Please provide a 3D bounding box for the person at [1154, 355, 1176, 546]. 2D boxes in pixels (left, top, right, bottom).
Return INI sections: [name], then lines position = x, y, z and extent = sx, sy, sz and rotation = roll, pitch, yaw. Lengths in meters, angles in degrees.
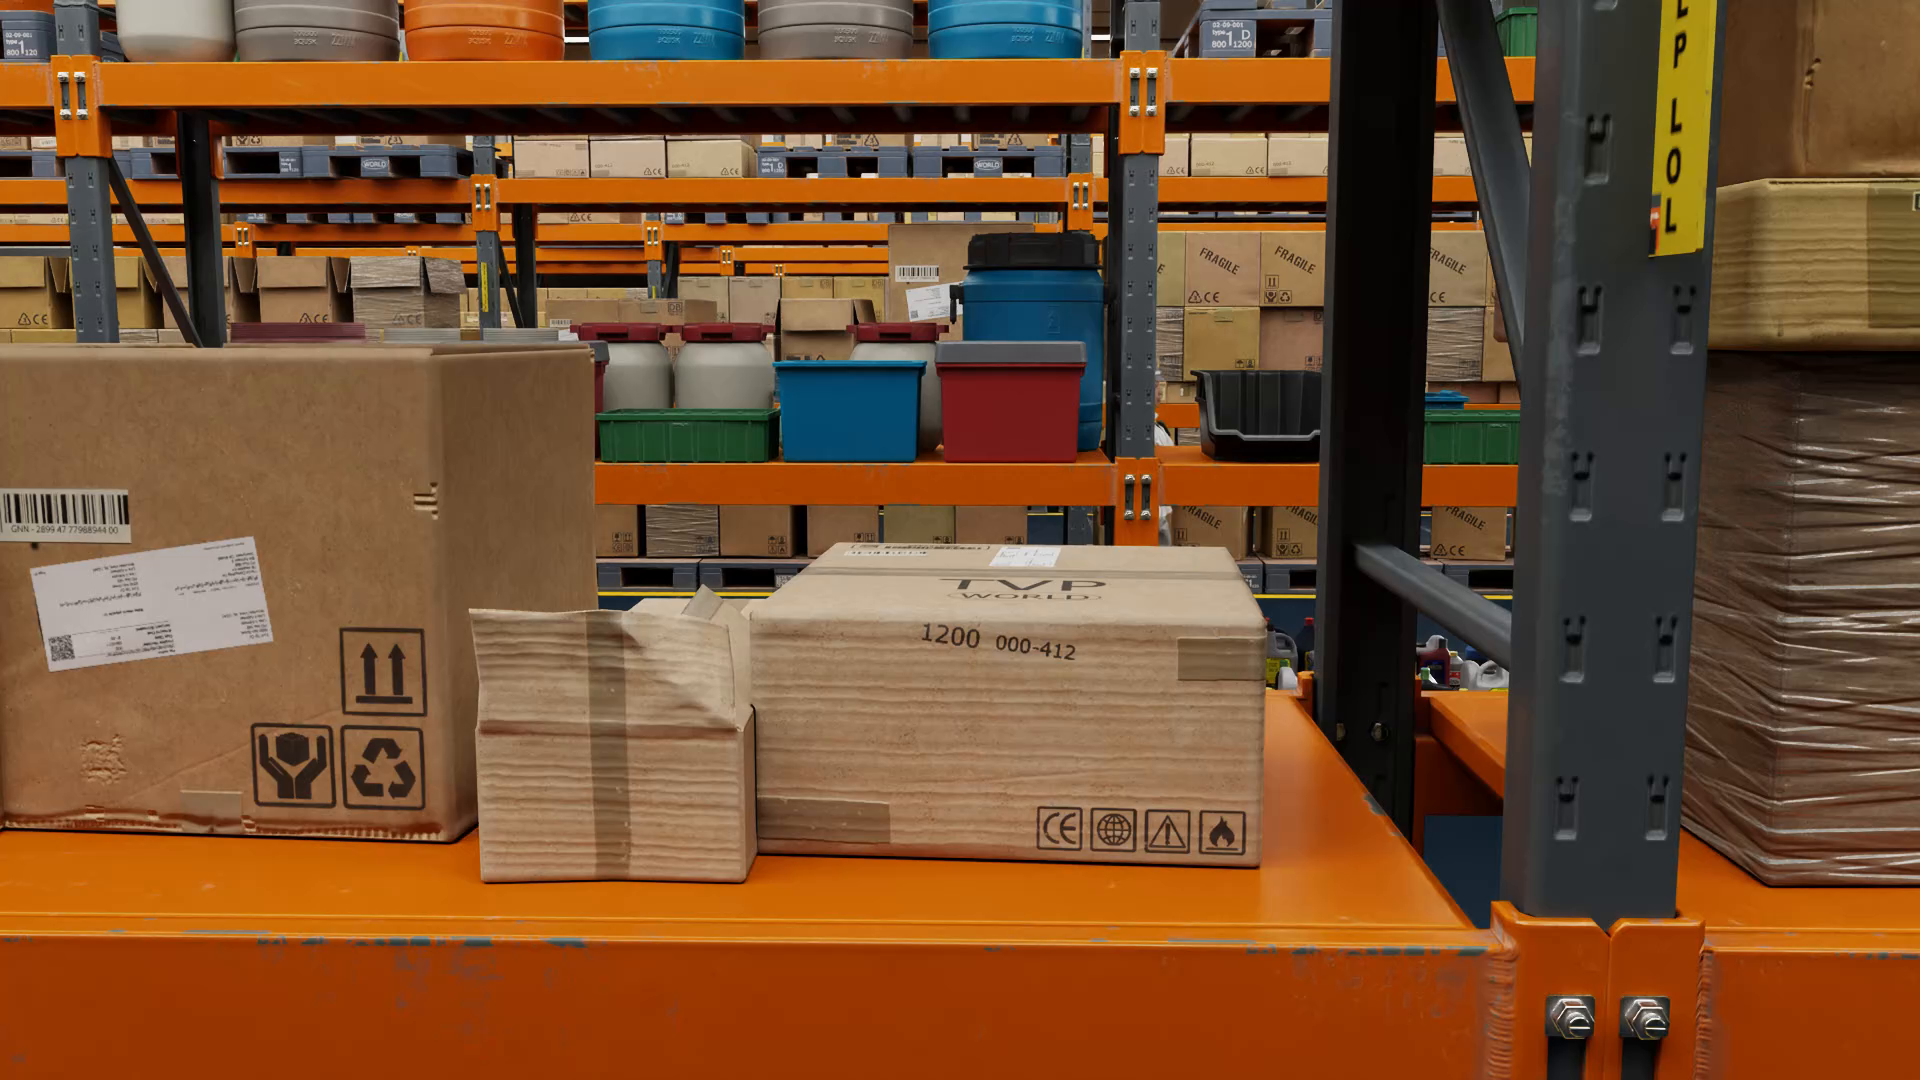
[person]
position = 0.943, -0.066, 8.356
extent = 0.398, 1.718, 0.482
rotation = 2, 8, 18
